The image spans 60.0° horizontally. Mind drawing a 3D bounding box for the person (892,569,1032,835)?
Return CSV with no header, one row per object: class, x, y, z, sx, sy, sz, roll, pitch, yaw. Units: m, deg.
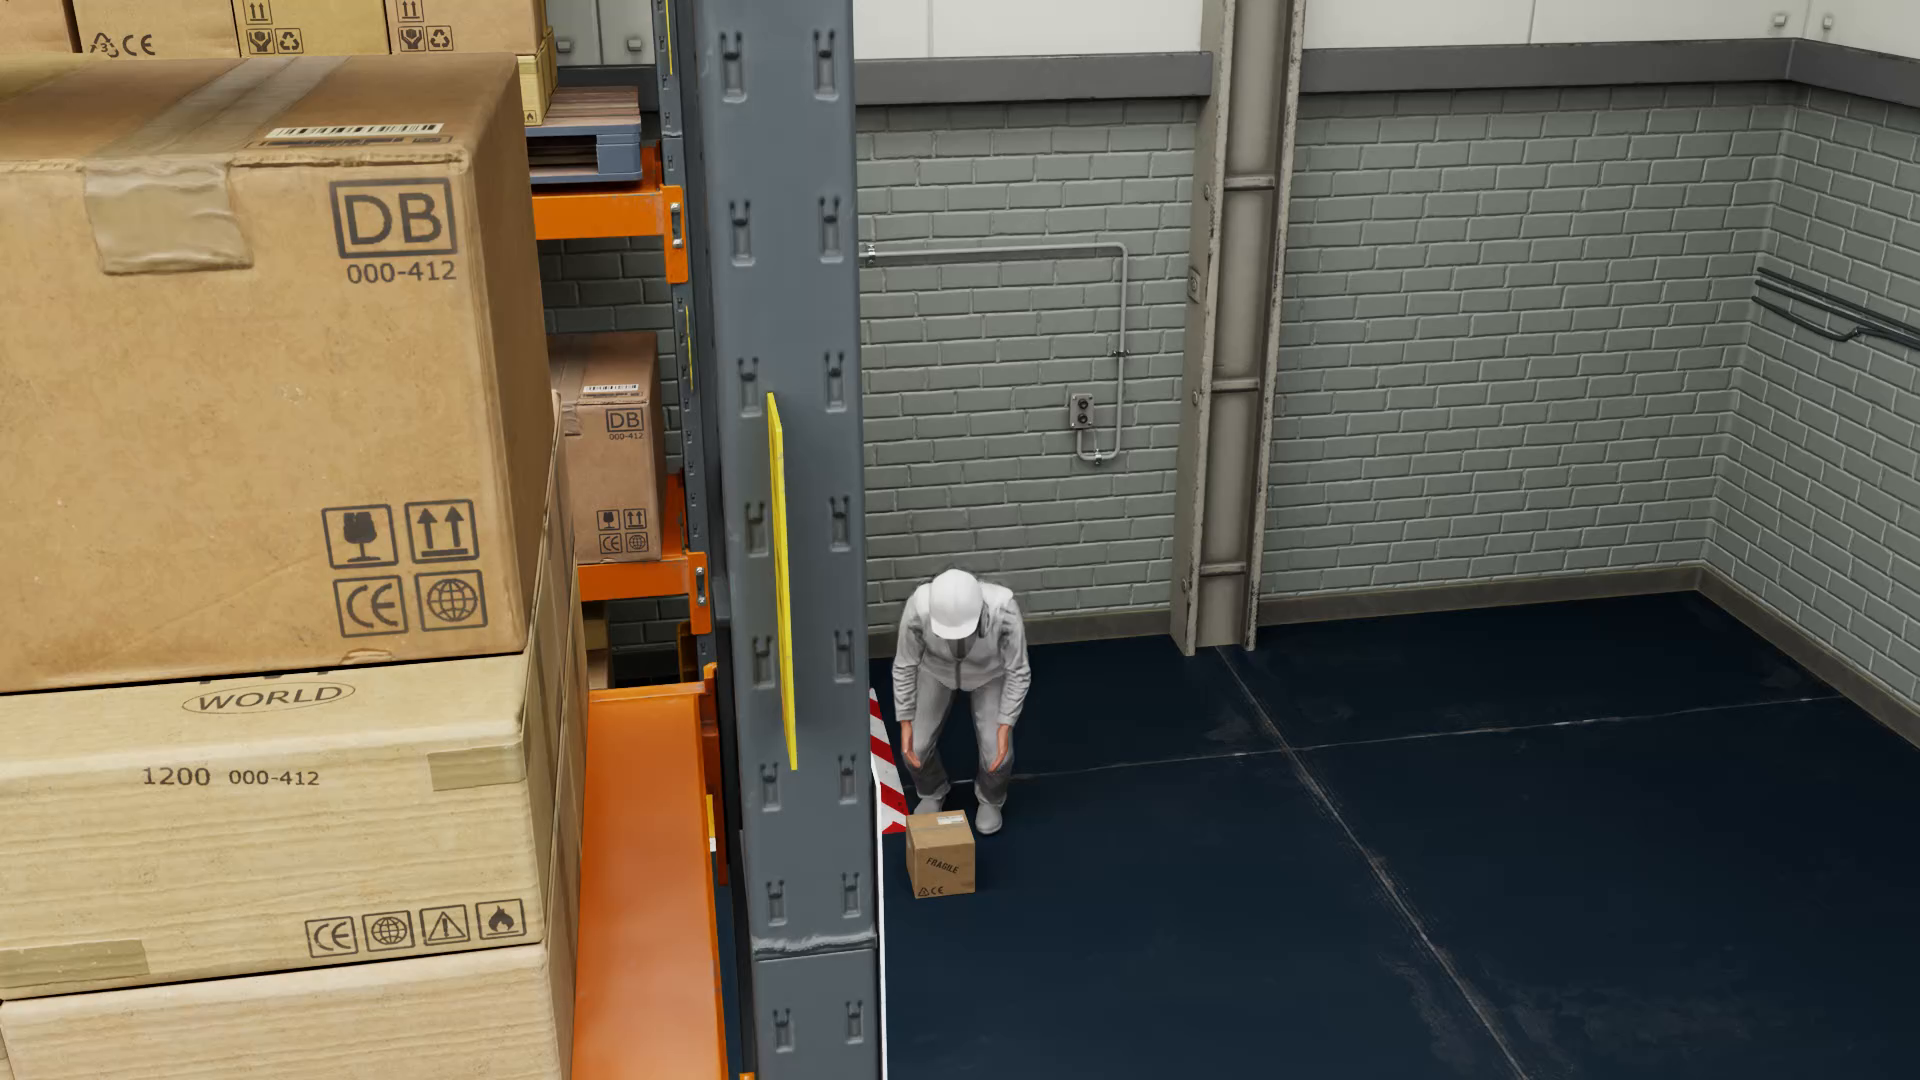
person,0.025,0.642,7.095,0.589,1.360,0.799,4,24,10
